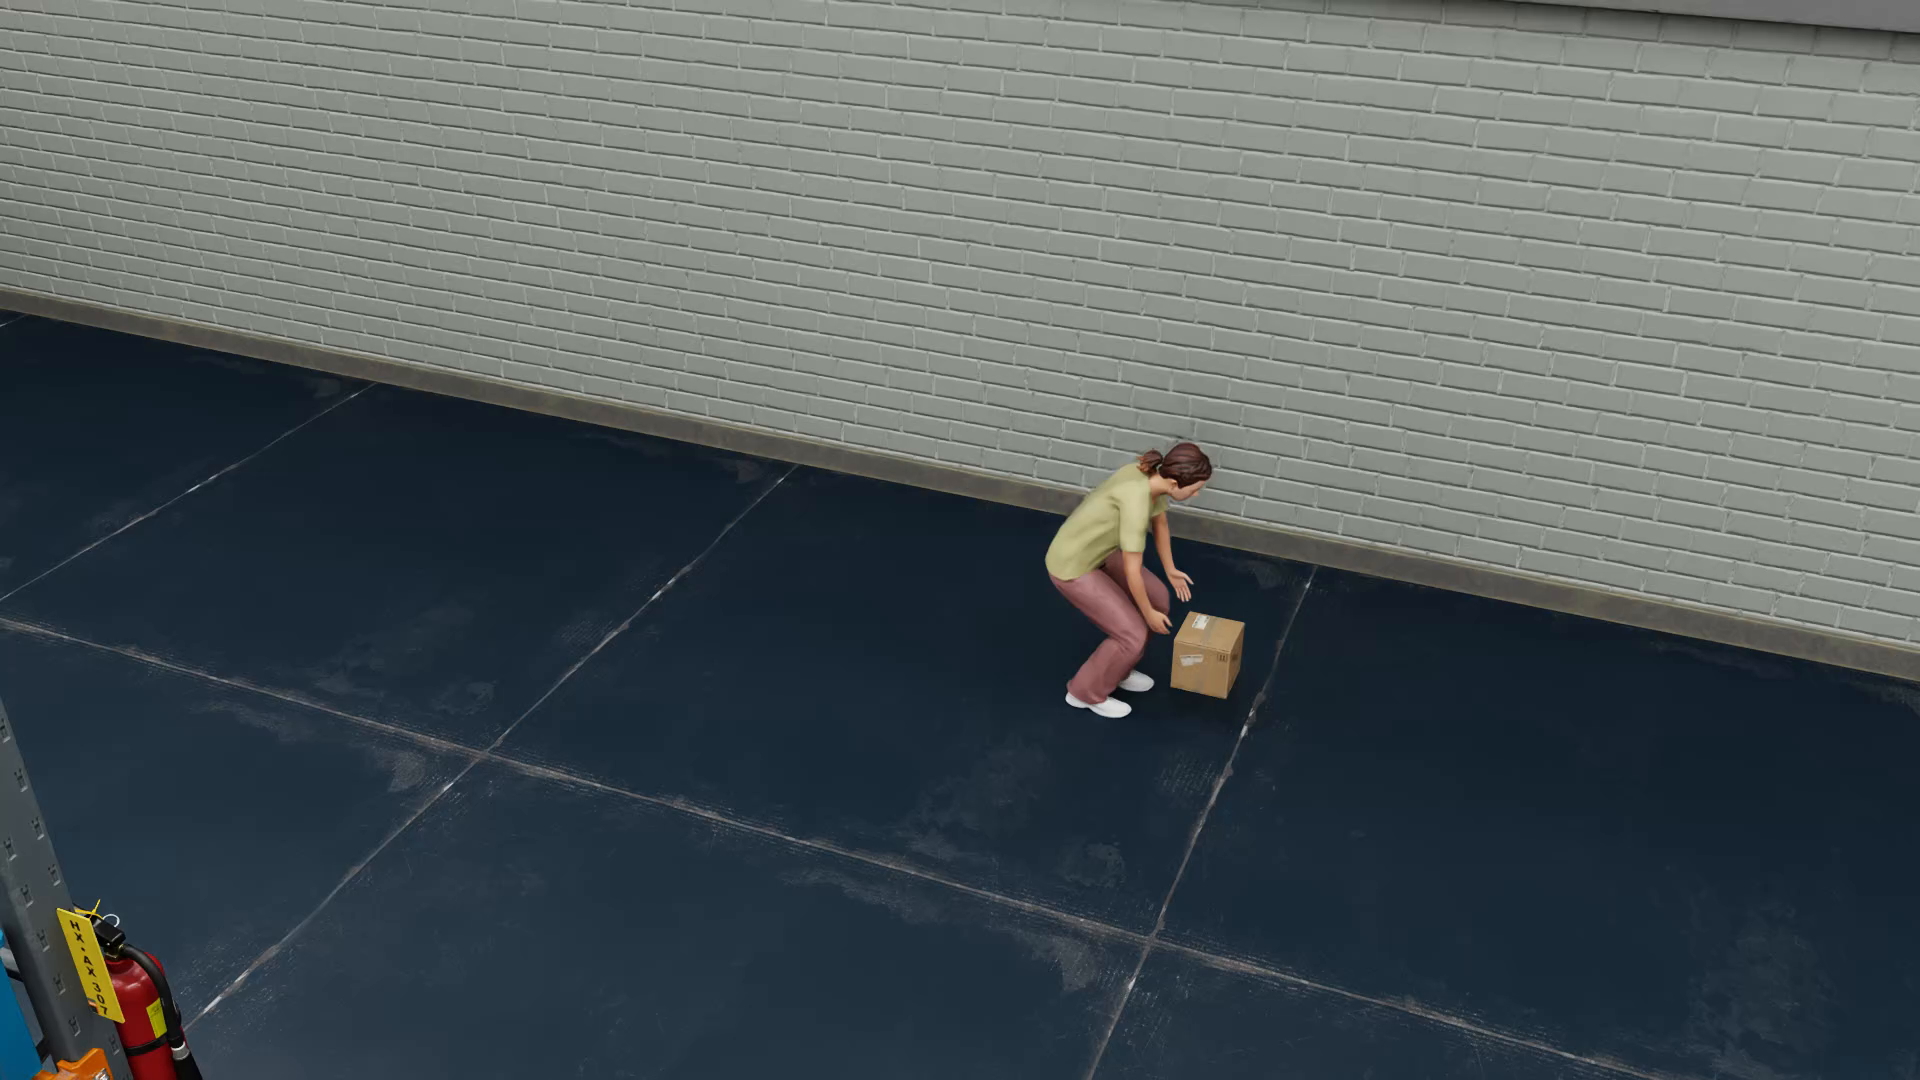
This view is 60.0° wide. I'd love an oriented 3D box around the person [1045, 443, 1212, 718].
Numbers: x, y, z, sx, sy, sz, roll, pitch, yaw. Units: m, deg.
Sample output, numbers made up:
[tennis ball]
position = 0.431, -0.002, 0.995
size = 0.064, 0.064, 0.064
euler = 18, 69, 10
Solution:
[person]
position = 0.727, 0.134, 7.271
size = 0.680, 1.306, 0.512
euler = 11, 32, 19
